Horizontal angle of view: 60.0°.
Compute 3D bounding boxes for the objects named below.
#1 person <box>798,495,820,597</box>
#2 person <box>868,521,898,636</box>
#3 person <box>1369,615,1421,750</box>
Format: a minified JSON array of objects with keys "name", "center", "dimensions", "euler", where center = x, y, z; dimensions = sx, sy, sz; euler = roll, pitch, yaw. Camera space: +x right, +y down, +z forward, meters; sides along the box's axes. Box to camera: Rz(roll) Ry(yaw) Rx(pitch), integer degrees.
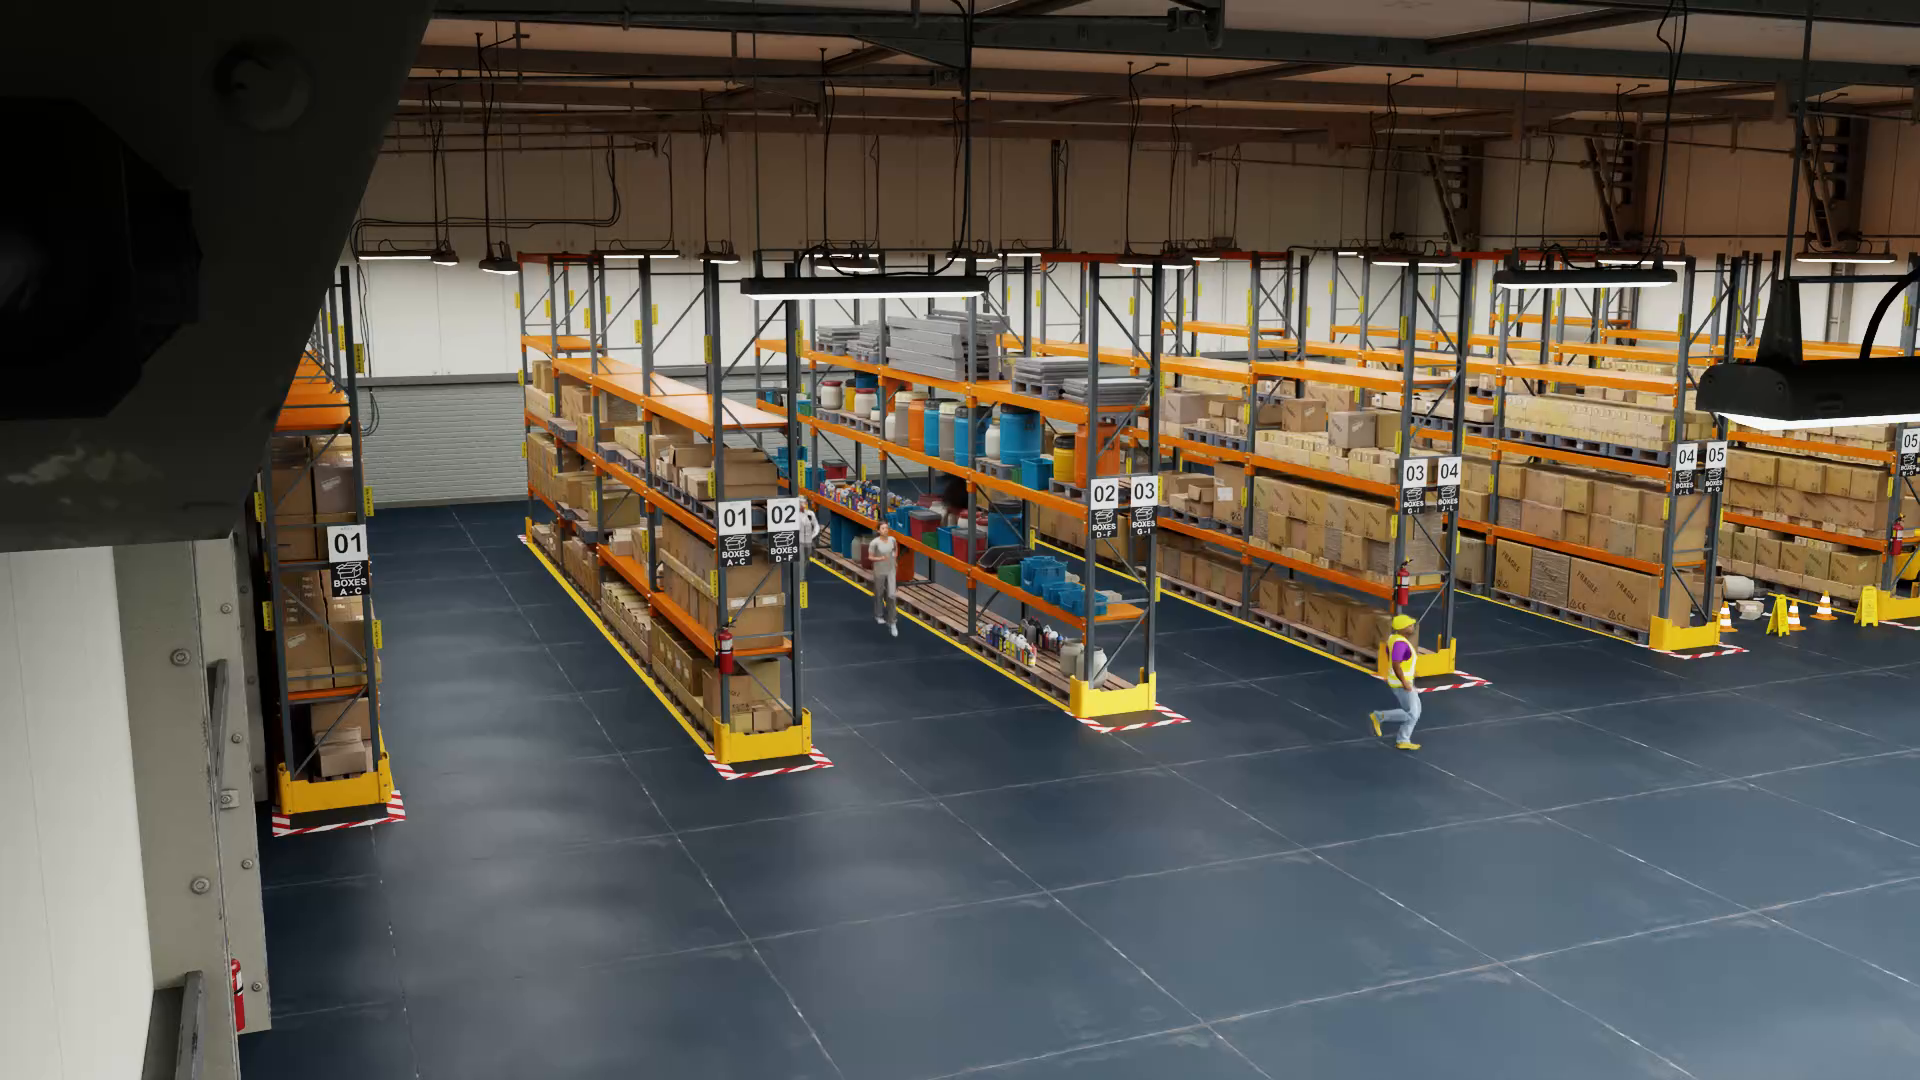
[{"name":"person","center":[-2.668,0.068,28.284],"dimensions":[0.608,1.720,0.749],"euler":[-4,11,-22]},{"name":"person","center":[-1.171,0.588,25.782],"dimensions":[0.546,1.751,0.730],"euler":[-4,11,-19]},{"name":"person","center":[5.433,1.769,20.668],"dimensions":[0.658,1.717,0.721],"euler":[2,11,9]}]
